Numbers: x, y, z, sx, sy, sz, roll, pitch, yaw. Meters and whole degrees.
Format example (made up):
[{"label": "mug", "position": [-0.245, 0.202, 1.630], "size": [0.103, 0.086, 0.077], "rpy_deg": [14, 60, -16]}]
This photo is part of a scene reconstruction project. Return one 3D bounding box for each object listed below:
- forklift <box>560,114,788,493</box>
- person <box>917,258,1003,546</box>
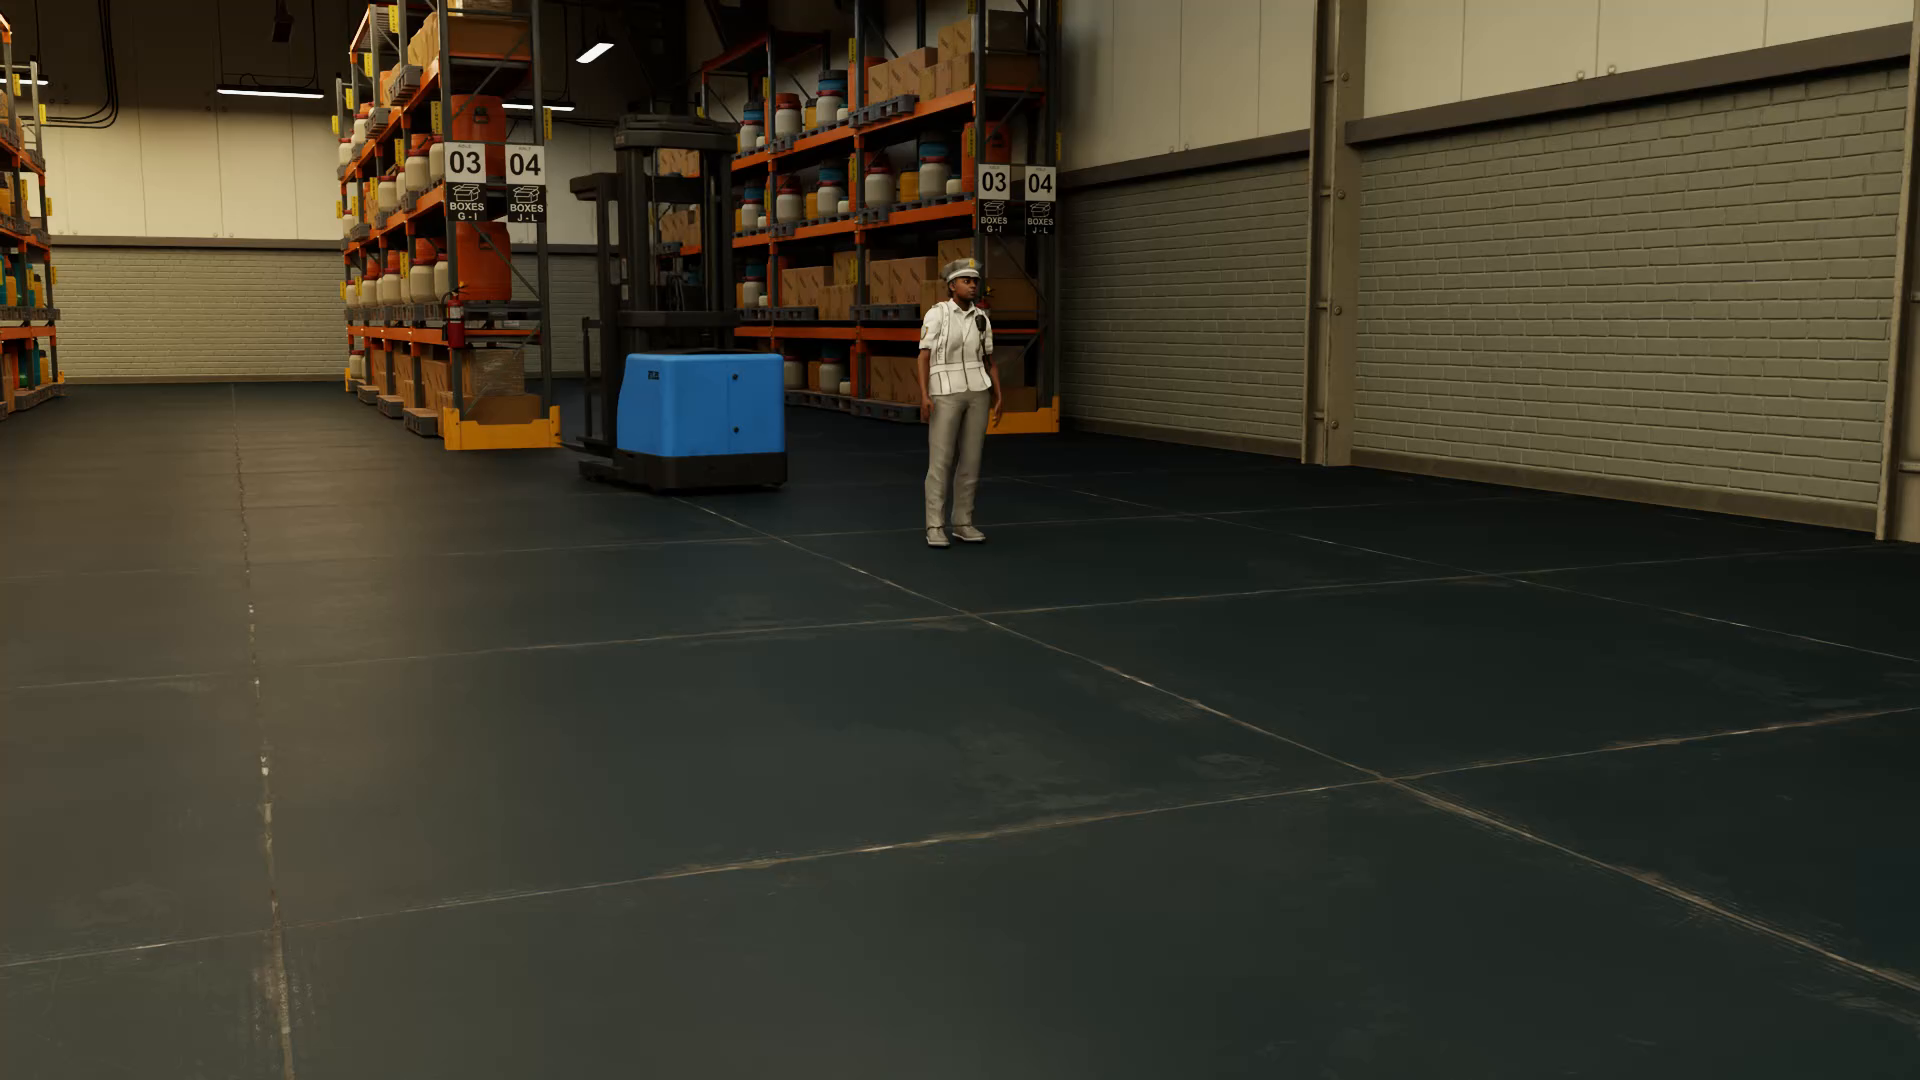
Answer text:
[{"label": "forklift", "position": [-2.556, -1.967, 13.858], "size": [1.130, 2.935, 3.031], "rpy_deg": [-5, 9, -31]}, {"label": "person", "position": [0.012, -0.836, 9.967], "size": [0.569, 1.692, 0.530], "rpy_deg": [-3, 8, -23]}]
